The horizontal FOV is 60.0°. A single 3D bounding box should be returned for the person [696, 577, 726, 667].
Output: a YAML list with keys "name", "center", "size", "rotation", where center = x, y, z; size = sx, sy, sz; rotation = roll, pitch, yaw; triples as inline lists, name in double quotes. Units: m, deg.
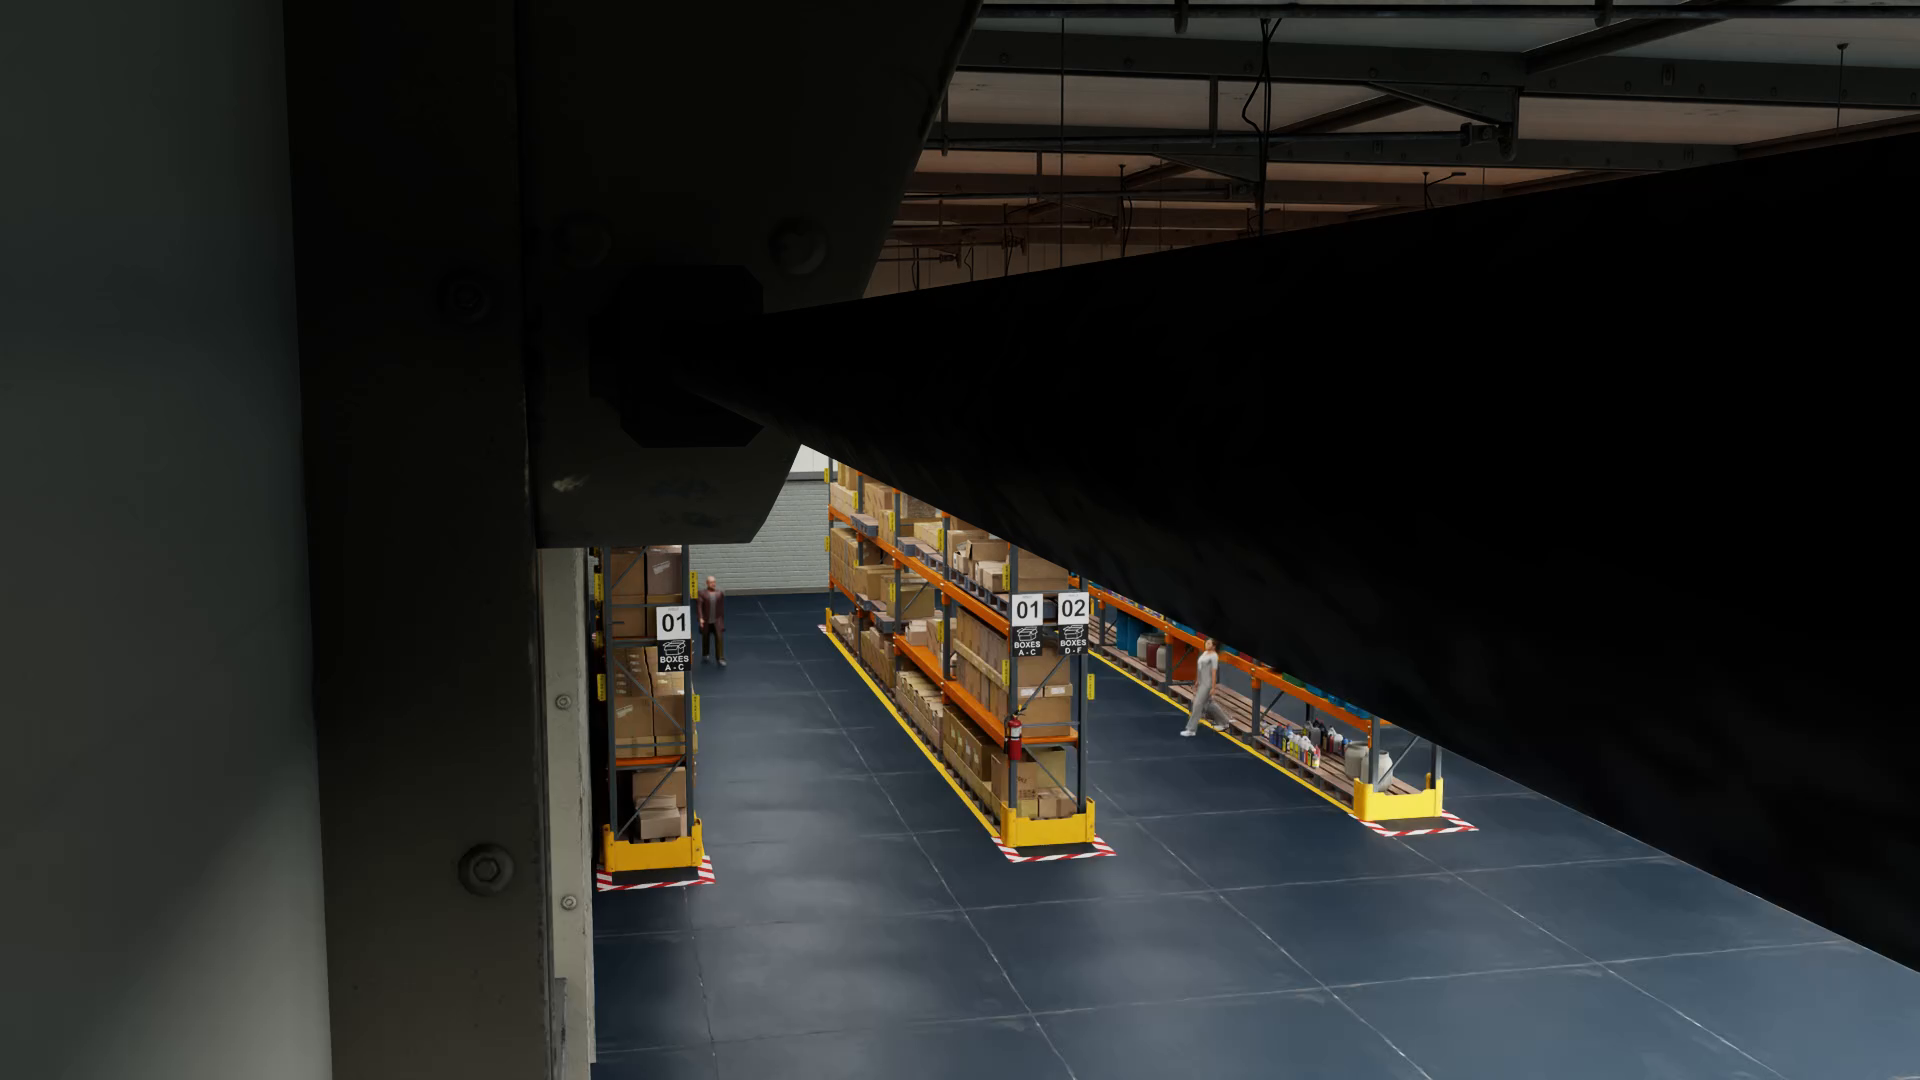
- name: "person"
  center: [-4.880, 1.578, 32.605]
  size: [0.585, 1.715, 1.128]
  rotation: [-2, 7, -18]

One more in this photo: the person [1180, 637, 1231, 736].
- name: "person"
  center: [3.966, 2.336, 26.747]
  size: [0.918, 1.627, 0.466]
  rotation: [-2, 7, -13]
